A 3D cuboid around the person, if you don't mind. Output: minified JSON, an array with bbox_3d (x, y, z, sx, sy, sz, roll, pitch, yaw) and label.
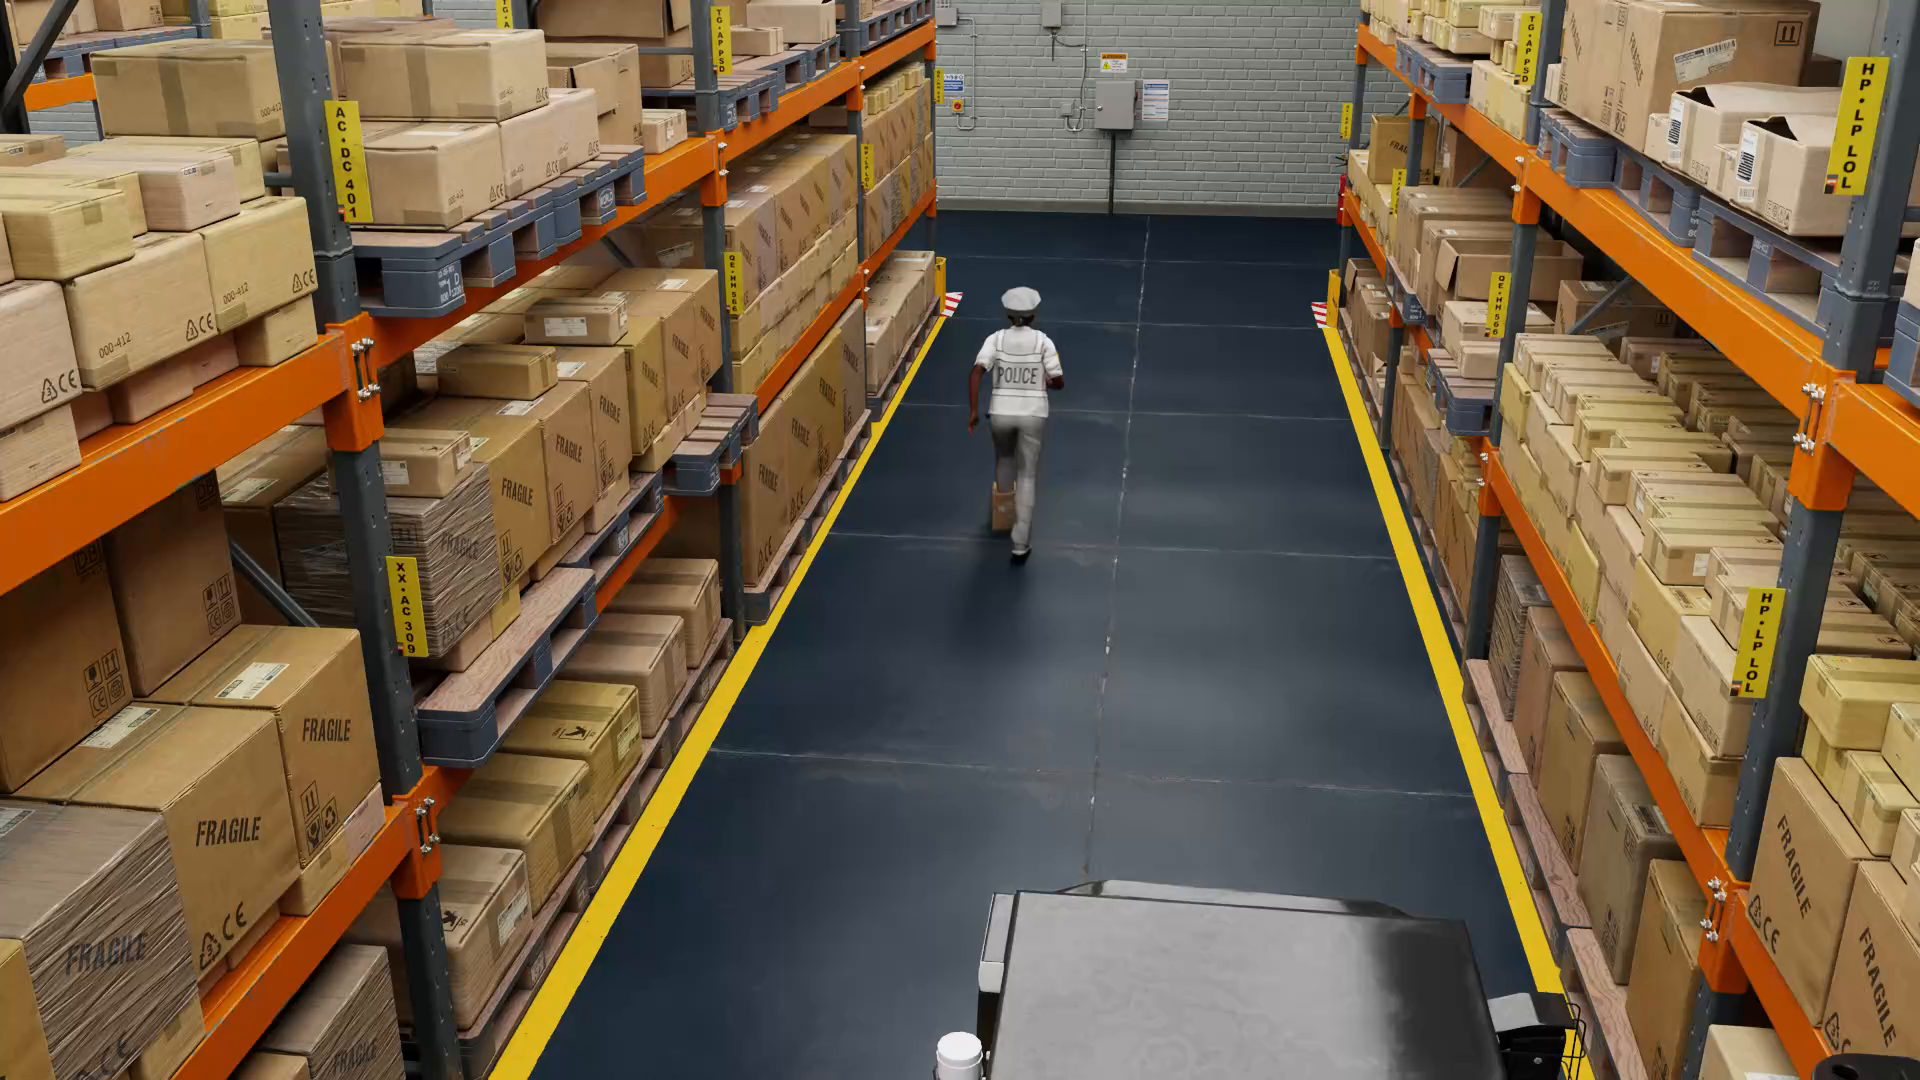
[{"bbox_3d":[0.361,-0.774,10.623,0.580,1.596,0.900,5,22,13],"label":"person"}]
